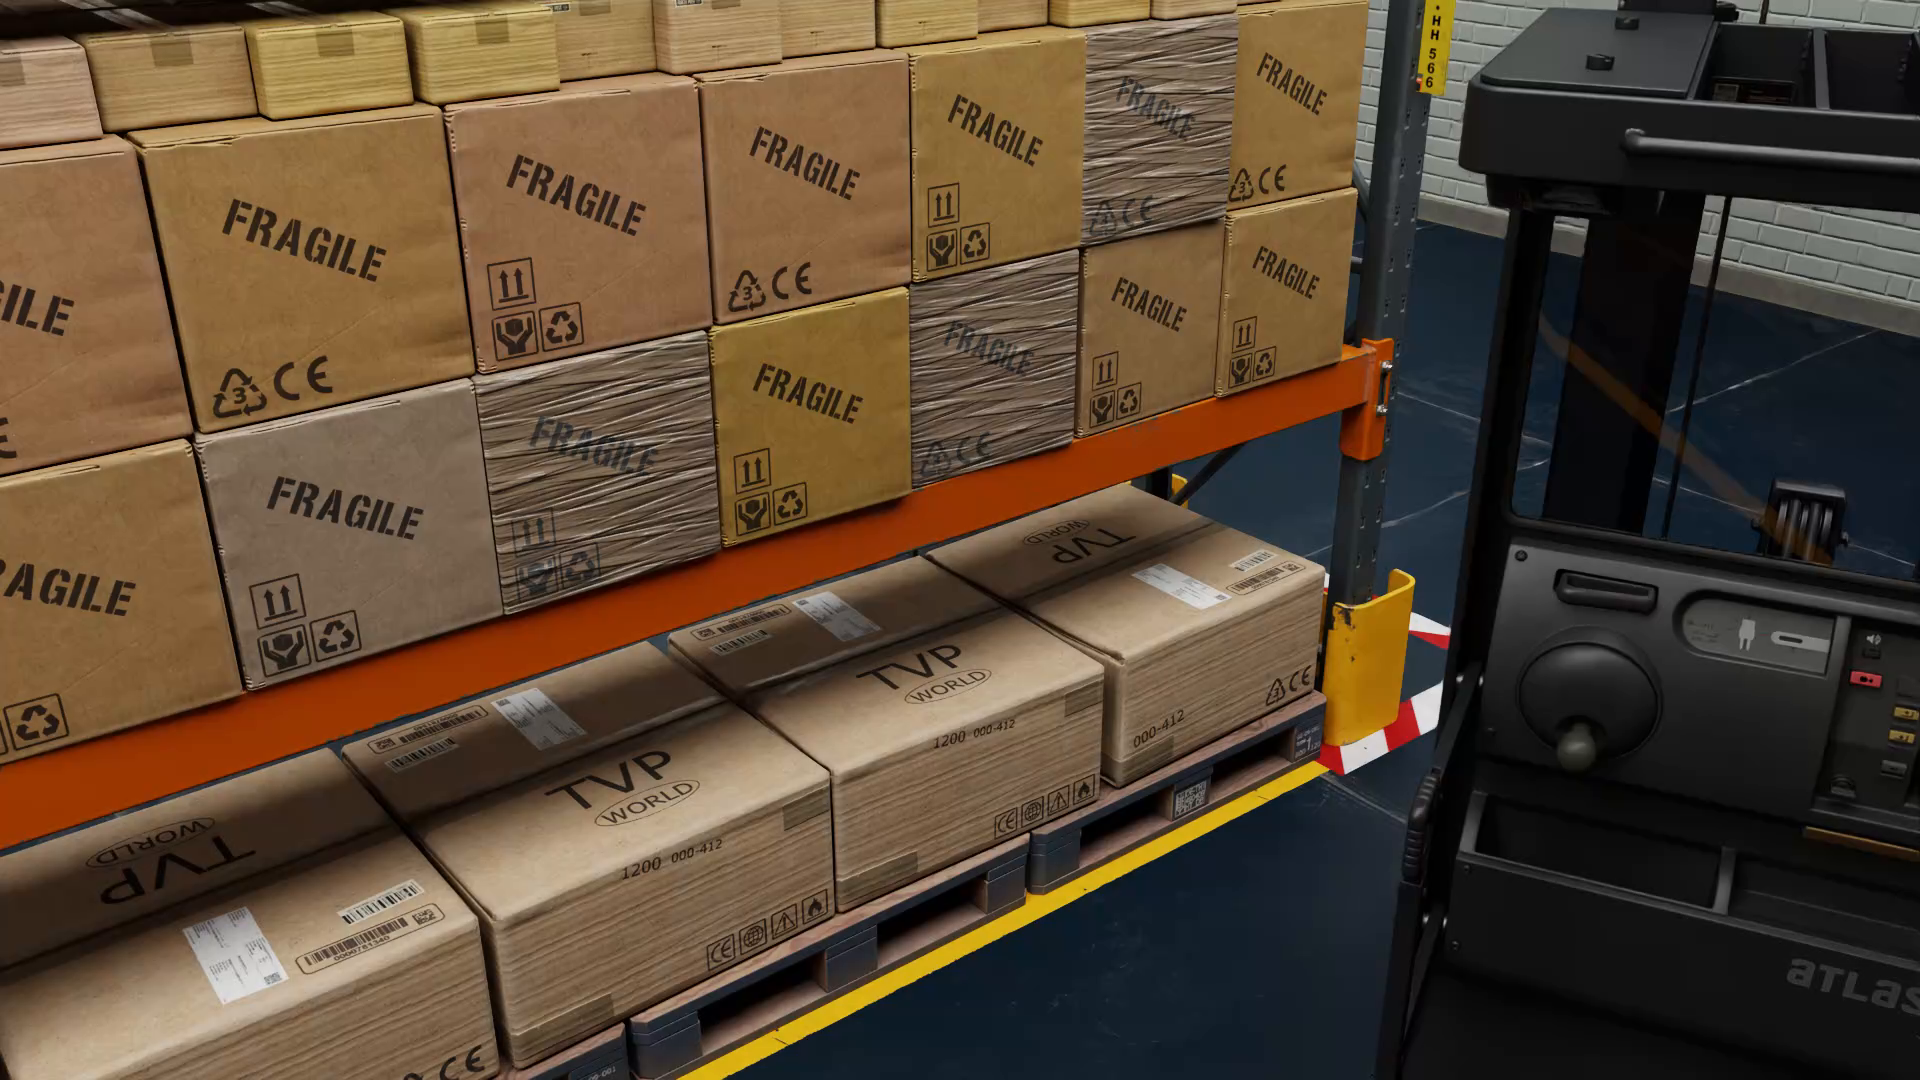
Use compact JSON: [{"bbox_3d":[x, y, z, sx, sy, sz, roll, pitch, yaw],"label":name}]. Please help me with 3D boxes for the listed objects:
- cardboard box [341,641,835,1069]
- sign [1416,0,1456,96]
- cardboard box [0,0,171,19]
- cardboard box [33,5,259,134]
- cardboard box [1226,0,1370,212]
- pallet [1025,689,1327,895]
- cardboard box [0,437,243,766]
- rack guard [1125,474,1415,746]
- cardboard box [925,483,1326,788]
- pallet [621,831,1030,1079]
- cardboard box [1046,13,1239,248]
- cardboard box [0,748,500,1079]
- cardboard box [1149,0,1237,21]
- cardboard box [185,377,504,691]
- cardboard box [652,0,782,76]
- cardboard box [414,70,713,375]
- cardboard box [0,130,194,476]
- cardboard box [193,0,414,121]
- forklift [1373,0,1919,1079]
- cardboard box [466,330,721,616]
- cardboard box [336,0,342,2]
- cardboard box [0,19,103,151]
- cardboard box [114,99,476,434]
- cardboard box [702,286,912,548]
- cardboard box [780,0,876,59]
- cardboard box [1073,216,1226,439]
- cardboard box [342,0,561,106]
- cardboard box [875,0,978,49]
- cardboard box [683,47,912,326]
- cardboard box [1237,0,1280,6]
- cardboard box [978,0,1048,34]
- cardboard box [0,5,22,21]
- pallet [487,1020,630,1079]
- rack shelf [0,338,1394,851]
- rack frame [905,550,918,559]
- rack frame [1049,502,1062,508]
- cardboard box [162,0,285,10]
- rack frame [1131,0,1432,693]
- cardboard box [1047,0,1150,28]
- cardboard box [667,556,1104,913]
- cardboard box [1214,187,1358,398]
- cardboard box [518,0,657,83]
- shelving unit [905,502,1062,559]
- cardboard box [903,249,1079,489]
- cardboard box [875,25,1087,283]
[{"bbox_3d":[-0.924,0.730,4.159,0.875,0.438,0.875,-19,31,-35],"label":"cardboard box"},{"bbox_3d":[1.283,-1.370,4.482,0.005,0.325,0.100,-18,31,-34],"label":"sign"},{"bbox_3d":[-1.666,-0.954,3.165,0.250,0.149,0.380,-18,31,-34],"label":"cardboard box"},{"bbox_3d":[-1.413,-0.823,2.883,0.250,0.149,0.380,-19,31,-35],"label":"cardboard box"},{"bbox_3d":[0.727,-1.215,4.499,0.500,0.500,0.500,-17,30,-32],"label":"cardboard box"},{"bbox_3d":[0.378,0.578,5.254,1.213,0.211,1.003,-18,31,-34],"label":"pallet"},{"bbox_3d":[-1.658,0.038,2.986,0.500,0.500,0.500,-17,30,-32],"label":"cardboard box"},{"bbox_3d":[0.978,0.207,5.710,0.348,0.500,1.175,-18,31,-34],"label":"rack guard"},{"bbox_3d":[0.501,0.256,5.180,0.875,0.438,0.875,-19,31,-36],"label":"cardboard box"},{"bbox_3d":[-0.581,0.893,4.575,1.213,0.211,1.003,-18,31,-34],"label":"pallet"},{"bbox_3d":[0.333,-1.070,4.185,0.500,0.500,0.500,-18,30,-34],"label":"cardboard box"},{"bbox_3d":[-1.628,0.963,3.657,0.875,0.438,0.875,-19,31,-35],"label":"cardboard box"},{"bbox_3d":[0.464,-1.385,4.095,0.250,0.149,0.380,-19,31,-35],"label":"cardboard box"},{"bbox_3d":[-1.259,-0.091,3.265,0.500,0.500,0.500,-18,30,-34],"label":"cardboard box"},{"bbox_3d":[-0.570,-1.060,3.394,0.250,0.149,0.380,-18,30,-34],"label":"cardboard box"},{"bbox_3d":[-0.853,-0.682,3.350,0.500,0.500,0.500,-18,30,-33],"label":"cardboard box"},{"bbox_3d":[-1.664,-0.424,2.793,0.500,0.500,0.500,-18,30,-34],"label":"cardboard box"},{"bbox_3d":[-1.180,-0.867,2.978,0.250,0.149,0.380,-19,31,-34],"label":"cardboard box"},{"bbox_3d":[1.301,0.293,2.638,1.130,2.935,3.031,11,27,22],"label":"forklift"},{"bbox_3d":[-0.864,-0.218,3.539,0.500,0.500,0.500,-18,30,-34],"label":"cardboard box"},{"bbox_3d":[-1.303,-1.103,3.486,0.250,0.149,0.380,-19,31,-34],"label":"cardboard box"},{"bbox_3d":[-1.588,-0.742,2.710,0.250,0.149,0.380,-18,30,-33],"label":"cardboard box"},{"bbox_3d":[-1.263,-0.553,3.072,0.500,0.500,0.500,-19,31,-35],"label":"cardboard box"},{"bbox_3d":[-0.459,-0.352,3.827,0.500,0.500,0.500,-17,30,-33],"label":"cardboard box"},{"bbox_3d":[-0.388,-1.142,3.571,0.250,0.149,0.380,-17,30,-32],"label":"cardboard box"},{"bbox_3d":[0.339,-0.627,4.420,0.500,0.500,0.500,-19,31,-35],"label":"cardboard box"},{"bbox_3d":[-0.953,-0.927,3.106,0.250,0.149,0.380,-19,31,-35],"label":"cardboard box"},{"bbox_3d":[-0.170,-1.204,3.705,0.250,0.149,0.380,-17,30,-33],"label":"cardboard box"},{"bbox_3d":[-0.455,-0.812,3.631,0.500,0.500,0.500,-19,31,-34],"label":"cardboard box"},{"bbox_3d":[0.615,-1.480,4.299,0.250,0.149,0.380,-18,30,-33],"label":"cardboard box"},{"bbox_3d":[-0.009,-1.289,3.887,0.250,0.149,0.380,-19,31,-34],"label":"cardboard box"},{"bbox_3d":[-1.868,-0.893,3.033,0.250,0.149,0.380,-17,30,-33],"label":"cardboard box"},{"bbox_3d":[-1.542,1.212,3.888,1.213,0.211,1.003,-18,31,-34],"label":"pallet"},{"bbox_3d":[-0.615,-0.075,4.202,4.000,0.370,1.077,-18,31,-34],"label":"rack shelf"},{"bbox_3d":[-0.293,-0.583,6.226,0.023,1.500,0.400,-18,31,-34],"label":"rack frame"},{"bbox_3d":[0.283,-0.774,6.635,0.023,1.500,0.400,-18,31,-34],"label":"rack frame"},{"bbox_3d":[-1.478,-1.026,3.320,0.250,0.149,0.380,-19,31,-34],"label":"cardboard box"},{"bbox_3d":[0.959,-0.920,5.170,0.127,3.000,1.000,-18,31,-34],"label":"rack frame"},{"bbox_3d":[0.240,-1.333,3.983,0.250,0.149,0.380,-17,30,-33],"label":"cardboard box"},{"bbox_3d":[-0.214,0.496,4.662,0.875,0.438,0.875,-17,30,-33],"label":"cardboard box"},{"bbox_3d":[0.743,-0.753,4.690,0.500,0.500,0.500,-18,30,-34],"label":"cardboard box"},{"bbox_3d":[-0.806,-1.019,3.305,0.250,0.149,0.380,-18,31,-34],"label":"cardboard box"},{"bbox_3d":[-0.005,-0.679,6.431,0.755,1.500,0.431,-18,31,-34],"label":"shelving unit"},{"bbox_3d":[-0.060,-0.491,4.125,0.500,0.500,0.500,-17,30,-33],"label":"cardboard box"},{"bbox_3d":[-0.058,-0.942,3.911,0.500,0.500,0.500,-18,31,-34],"label":"cardboard box"}]
